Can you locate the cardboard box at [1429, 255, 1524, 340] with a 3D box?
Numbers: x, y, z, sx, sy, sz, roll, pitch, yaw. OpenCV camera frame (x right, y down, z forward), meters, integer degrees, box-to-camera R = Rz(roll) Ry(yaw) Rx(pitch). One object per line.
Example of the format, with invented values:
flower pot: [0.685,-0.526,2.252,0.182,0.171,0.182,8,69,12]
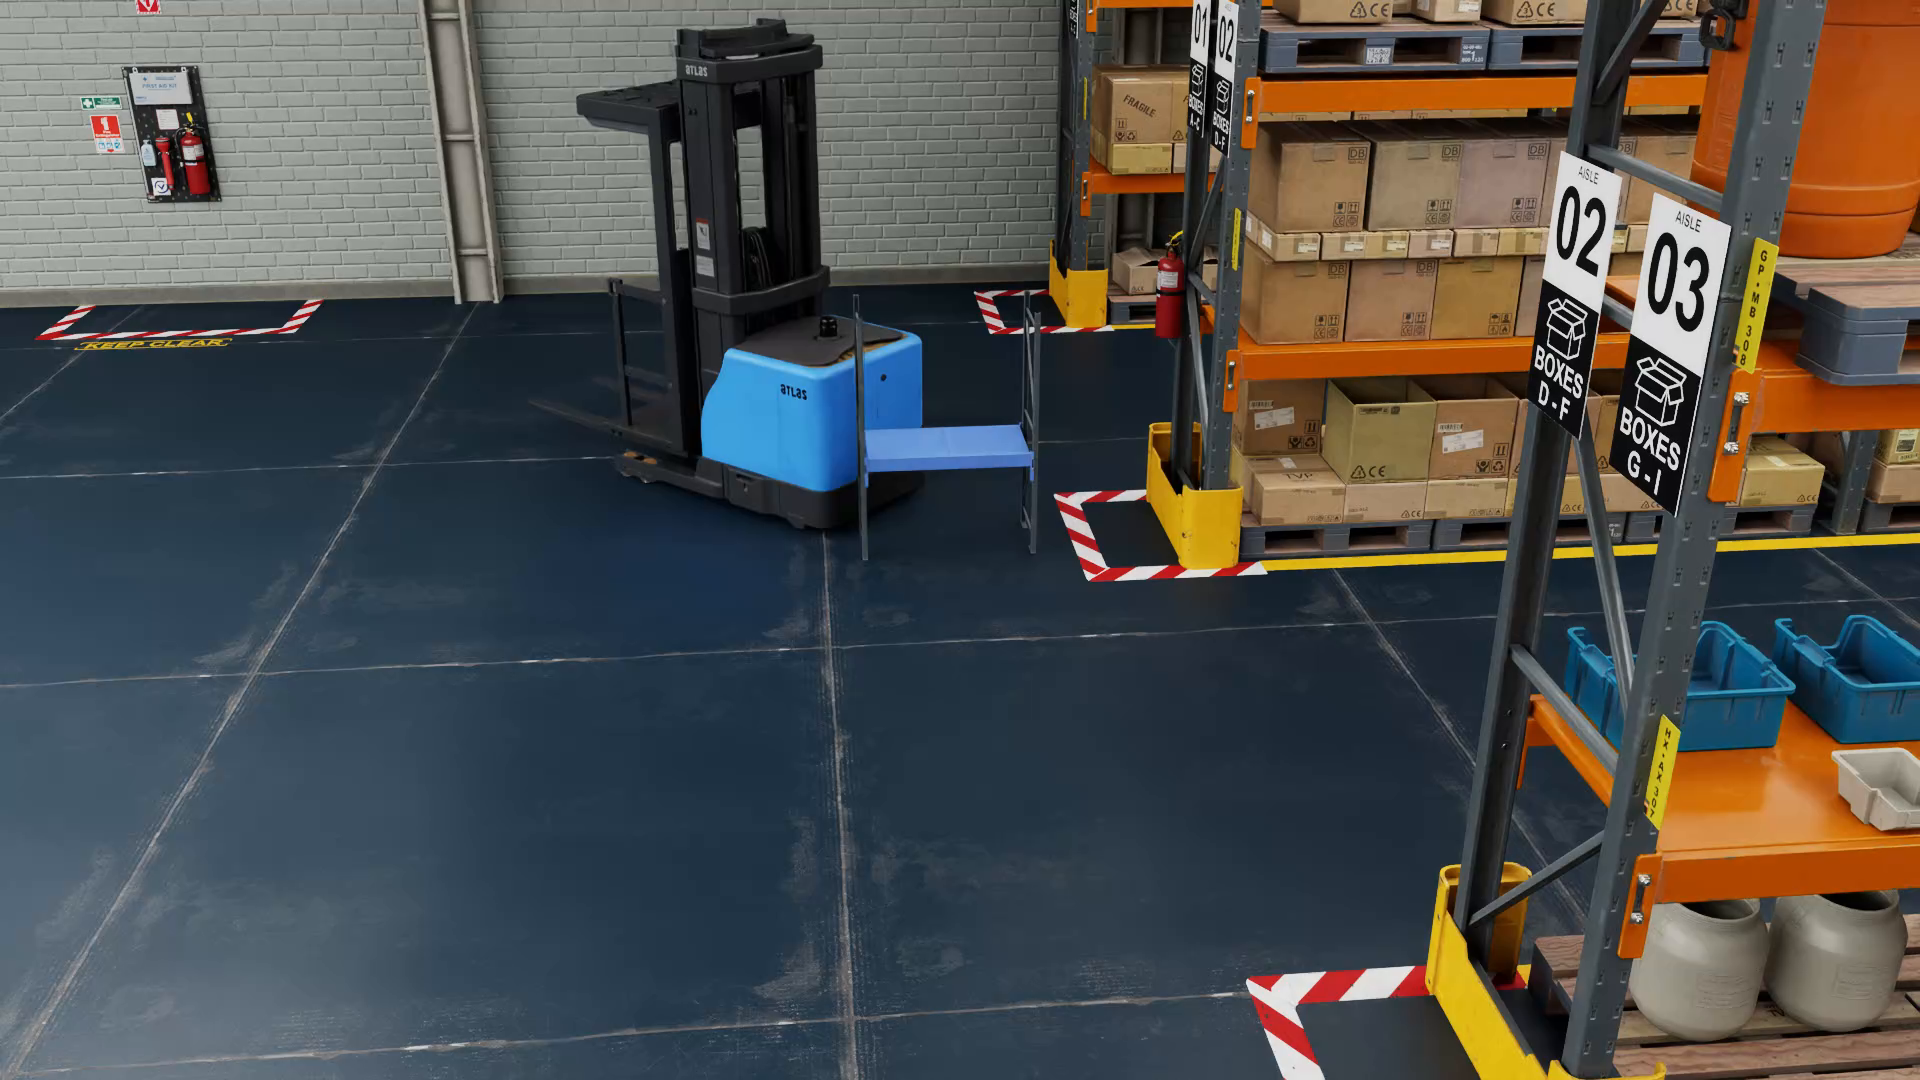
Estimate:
cardboard box: [2.944,-1.536,9.890,0.500,0.500,0.700,-2,24,-5]

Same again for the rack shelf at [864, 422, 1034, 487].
rack shelf: [-0.085,-0.518,10.011,1.000,0.185,0.538,-2,24,-5]

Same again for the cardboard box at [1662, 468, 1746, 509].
cardboard box: [4.503,-0.409,10.345,0.500,0.250,0.500,-2,24,-5]

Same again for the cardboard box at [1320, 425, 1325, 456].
cardboard box: [2.462,-0.538,10.635,0.500,0.250,0.500,-2,24,-5]

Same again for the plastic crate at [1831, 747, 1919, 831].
plastic crate: [2.866,0.780,5.126,0.250,0.136,0.298,-2,24,-5]

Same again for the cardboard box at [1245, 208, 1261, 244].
cardboard box: [1.822,-1.871,9.845,0.250,0.149,0.380,-3,24,-6]

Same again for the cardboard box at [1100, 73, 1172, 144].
cardboard box: [1.475,-3.620,13.937,0.500,0.500,0.500,-2,24,-5]

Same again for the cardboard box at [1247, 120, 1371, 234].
cardboard box: [1.979,-2.091,9.540,0.500,0.500,0.700,-2,24,-5]

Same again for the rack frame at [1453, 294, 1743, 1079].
rack frame: [1.944,0.566,5.284,0.127,3.000,1.000,-2,24,-5]

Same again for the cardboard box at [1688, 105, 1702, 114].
cardboard box: [6.670,-3.910,14.689,0.500,0.500,0.700,1,24,2]

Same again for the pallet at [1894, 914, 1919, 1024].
pallet: [4.035,1.740,6.075,1.213,0.211,1.003,-2,24,-5]

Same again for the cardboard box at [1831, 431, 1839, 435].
cardboard box: [5.816,-0.920,10.805,0.500,0.311,0.500,-2,24,-5]

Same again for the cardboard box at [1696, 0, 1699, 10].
cardboard box: [4.377,-3.247,9.590,0.500,0.311,0.500,-4,24,-8]

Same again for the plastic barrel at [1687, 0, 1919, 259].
plastic barrel: [2.415,-1.264,4.662,0.708,0.830,0.600,-2,24,-5]

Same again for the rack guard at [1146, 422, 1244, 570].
rack guard: [1.437,-0.293,10.295,0.348,0.500,1.175,-2,24,-5]

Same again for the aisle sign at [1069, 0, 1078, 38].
aisle sign: [0.928,-4.503,13.486,0.004,0.787,0.394,-2,24,-5]

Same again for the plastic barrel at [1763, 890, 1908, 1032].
plastic barrel: [3.090,1.433,5.878,0.421,0.512,0.421,0,24,0]

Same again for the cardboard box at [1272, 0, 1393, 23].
cardboard box: [2.033,-3.132,9.093,0.637,0.503,0.797,-1,24,-1]

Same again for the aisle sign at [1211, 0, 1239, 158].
aisle sign: [1.426,-2.498,8.977,0.004,0.787,0.394,-2,24,-5]

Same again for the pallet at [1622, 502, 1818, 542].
pallet: [4.646,-0.307,10.681,1.213,0.211,1.003,-2,24,-5]

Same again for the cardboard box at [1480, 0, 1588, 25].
cardboard box: [3.141,-3.065,8.946,0.500,0.500,0.500,-2,24,-5]

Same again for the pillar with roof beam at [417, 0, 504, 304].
pillar with roof beam: [-3.966,-4.578,9.471,0.400,9.000,9.100,-2,24,-5]

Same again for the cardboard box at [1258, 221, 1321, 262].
cardboard box: [1.873,-1.707,9.476,0.250,0.149,0.380,-2,24,-6]

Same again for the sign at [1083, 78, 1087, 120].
sign: [1.024,-3.615,13.624,0.005,0.325,0.100,-2,24,-5]

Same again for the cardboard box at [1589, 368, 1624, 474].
cardboard box: [4.006,-0.731,10.146,0.500,0.500,0.500,-2,24,-5]

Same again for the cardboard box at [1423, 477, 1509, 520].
cardboard box: [3.011,-0.345,10.201,0.500,0.250,0.500,-2,24,-5]

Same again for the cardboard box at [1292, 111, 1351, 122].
cardboard box: [2.995,-3.679,14.070,0.500,0.500,0.500,-2,24,-3]

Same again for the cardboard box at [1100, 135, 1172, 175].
cardboard box: [1.487,-3.270,14.075,0.500,0.250,0.500,-3,24,-7]

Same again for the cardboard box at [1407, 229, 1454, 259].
cardboard box: [2.635,-1.738,9.544,0.250,0.149,0.380,-3,24,-6]

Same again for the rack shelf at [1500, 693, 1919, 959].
rack shelf: [3.934,0.815,5.610,4.000,0.370,1.077,-2,24,-5]

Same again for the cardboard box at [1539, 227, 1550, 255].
cardboard box: [3.402,-1.768,9.614,0.250,0.149,0.380,-2,24,-5]

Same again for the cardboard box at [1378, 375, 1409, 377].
cardboard box: [2.959,-0.902,10.532,0.500,0.500,0.500,-2,24,-5]

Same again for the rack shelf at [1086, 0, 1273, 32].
rack shelf: [2.961,-4.561,14.010,4.000,0.370,1.077,-2,24,-5]

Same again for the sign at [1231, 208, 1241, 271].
sign: [1.510,-1.644,9.092,0.005,0.325,0.100,-2,24,-5]

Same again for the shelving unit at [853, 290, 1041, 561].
shelving unit: [-0.085,-0.682,9.938,1.048,1.500,0.538,-2,24,-5]

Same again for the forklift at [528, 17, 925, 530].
forklift: [-1.706,-1.869,10.847,3.031,2.935,1.130,17,29,34]

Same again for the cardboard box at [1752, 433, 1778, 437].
cardboard box: [4.949,-0.982,10.712,0.500,0.500,0.500,-2,24,-5]

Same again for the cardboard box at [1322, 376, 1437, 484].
cardboard box: [2.514,-0.667,10.002,0.500,0.500,0.500,-2,24,-5]

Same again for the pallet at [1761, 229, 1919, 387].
pallet: [2.777,-0.712,4.699,1.213,0.211,1.003,-2,24,-5]

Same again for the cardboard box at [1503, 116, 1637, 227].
cardboard box: [3.502,-2.154,9.684,0.500,0.500,0.700,-2,24,-5]

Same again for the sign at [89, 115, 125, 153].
sign: [-7.412,-3.529,14.454,0.234,0.329,0.001,-2,24,-5]

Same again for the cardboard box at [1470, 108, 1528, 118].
cardboard box: [4.511,-3.738,14.203,0.500,0.500,0.500,-2,24,-5]

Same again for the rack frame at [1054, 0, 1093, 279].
rack frame: [0.970,-3.439,14.294,0.127,3.000,1.000,-2,24,-5]

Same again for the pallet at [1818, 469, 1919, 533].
pallet: [6.171,-0.367,10.816,1.213,0.211,1.003,-2,24,-5]
